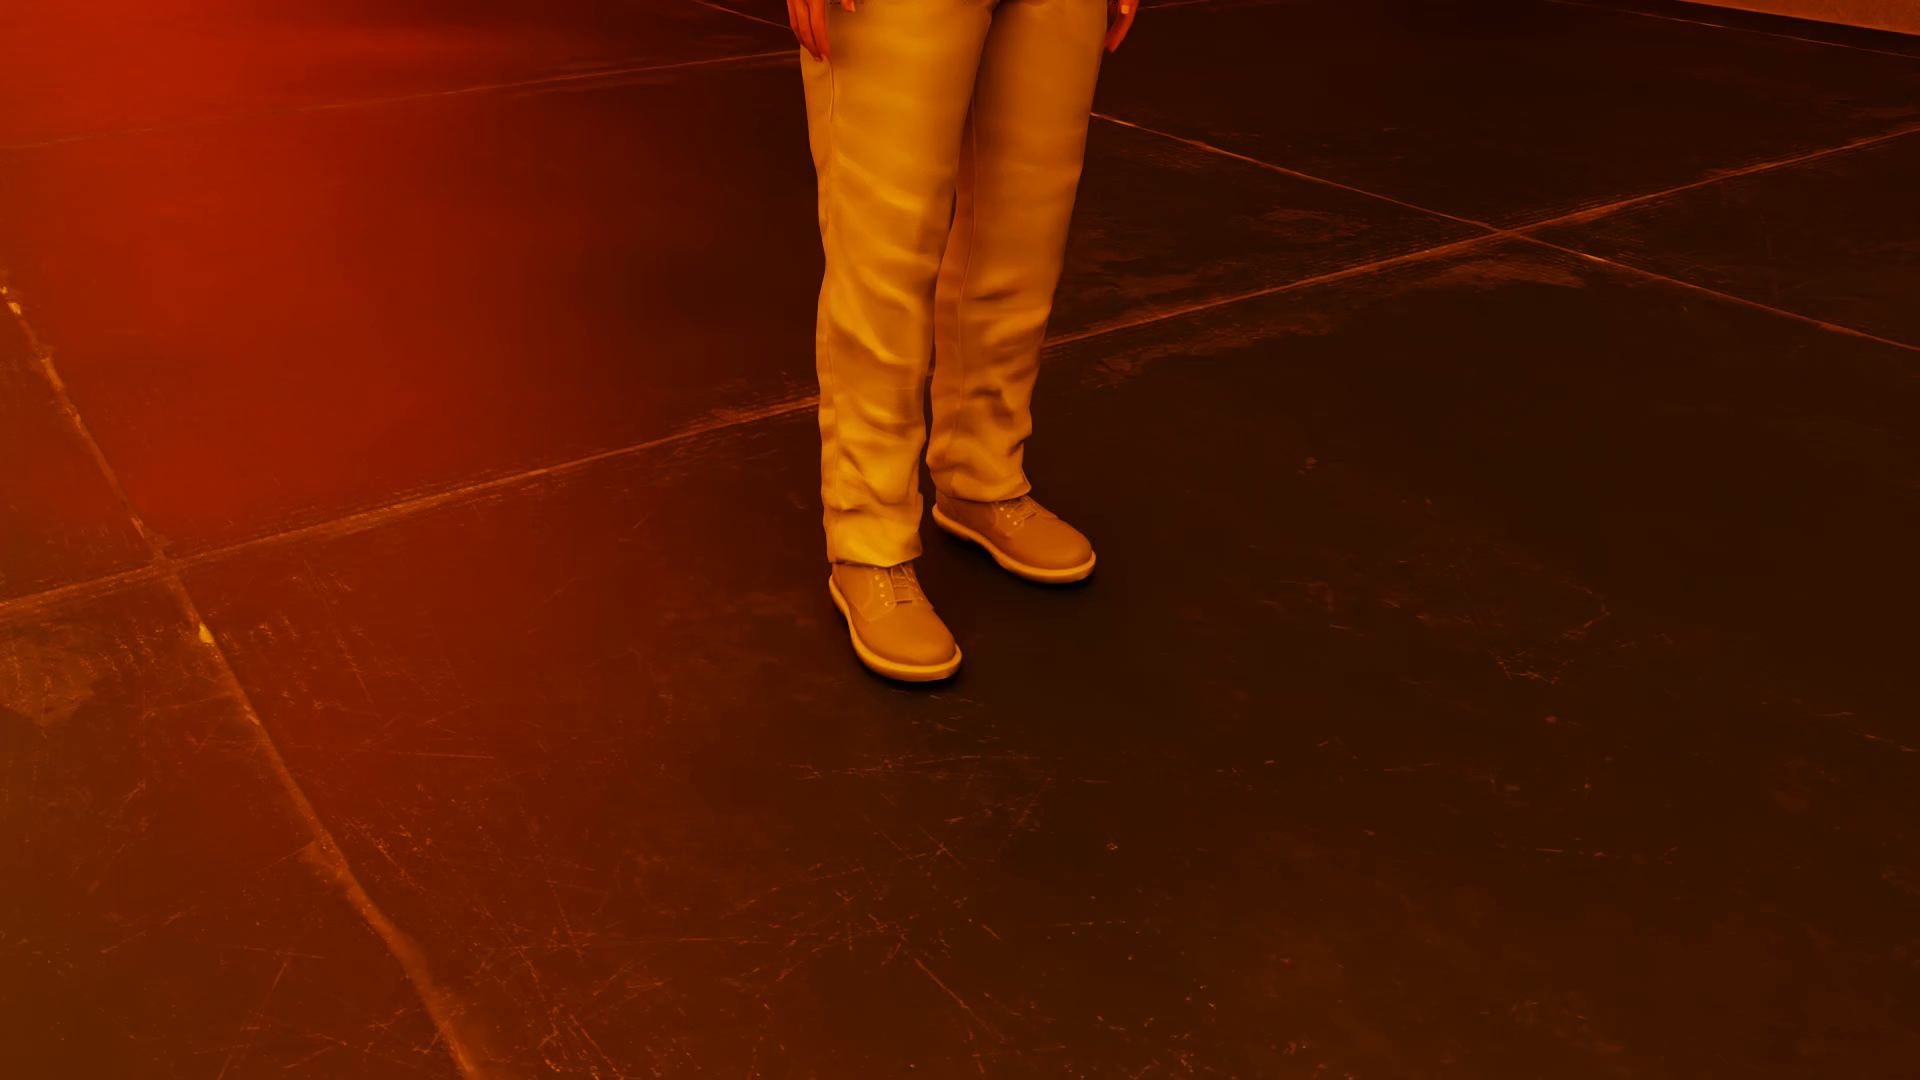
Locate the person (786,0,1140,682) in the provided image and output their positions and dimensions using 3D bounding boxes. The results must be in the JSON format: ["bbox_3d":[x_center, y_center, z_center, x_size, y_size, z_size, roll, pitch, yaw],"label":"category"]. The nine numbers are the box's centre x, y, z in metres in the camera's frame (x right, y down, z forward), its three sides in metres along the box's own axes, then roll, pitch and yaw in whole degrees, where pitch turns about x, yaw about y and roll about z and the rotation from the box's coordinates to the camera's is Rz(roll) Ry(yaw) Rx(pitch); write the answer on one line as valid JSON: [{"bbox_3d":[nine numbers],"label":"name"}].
[{"bbox_3d":[0.025,-0.718,2.055,0.599,1.670,0.529,-17,31,-31],"label":"person"}]
